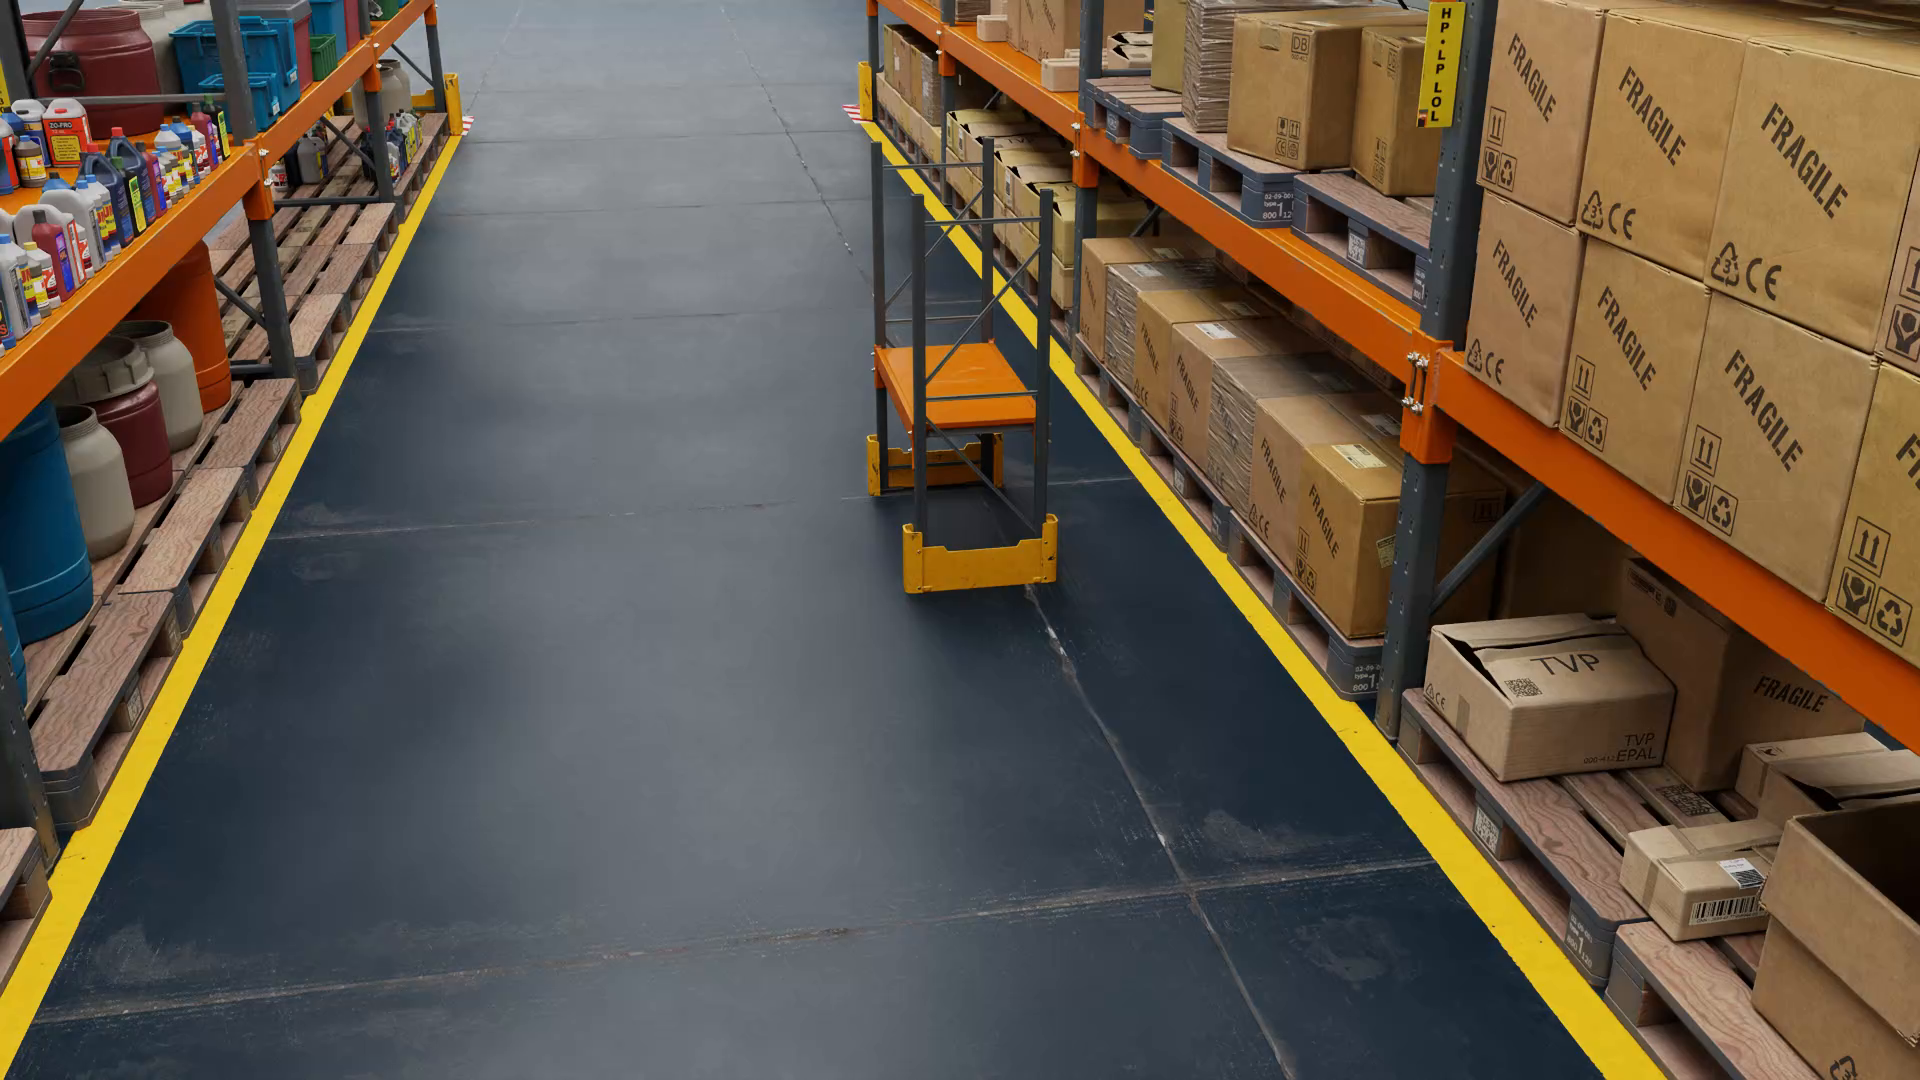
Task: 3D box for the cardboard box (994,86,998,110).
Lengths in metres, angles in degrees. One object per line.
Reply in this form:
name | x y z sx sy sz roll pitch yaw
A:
cardboard box | 0.483 -3.615 13.253 0.500 0.500 0.500 -4 24 -10

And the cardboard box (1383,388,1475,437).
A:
cardboard box | 1.881 -0.264 6.180 0.500 0.500 0.500 -4 24 -9

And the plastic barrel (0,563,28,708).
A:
plastic barrel | -3.112 0.129 4.805 0.600 0.901 0.708 -4 24 -10

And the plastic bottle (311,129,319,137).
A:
plastic bottle | -4.909 -2.981 12.672 0.061 0.283 0.133 -4 24 -10

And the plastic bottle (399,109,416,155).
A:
plastic bottle | -4.396 -3.223 13.141 0.144 0.351 0.185 -3 24 -8

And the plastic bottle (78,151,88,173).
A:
plastic bottle | -3.169 -1.285 6.090 0.061 0.283 0.133 -4 24 -10

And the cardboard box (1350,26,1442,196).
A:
cardboard box | 1.784 -1.497 5.781 0.700 0.500 0.500 -1 24 -1

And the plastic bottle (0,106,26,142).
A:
plastic bottle | -4.011 -1.698 7.051 0.097 0.271 0.097 0 24 0

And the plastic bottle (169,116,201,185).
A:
plastic bottle | -3.191 -1.598 6.822 0.097 0.271 0.097 0 24 0

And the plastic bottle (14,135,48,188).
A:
plastic bottle | -3.800 -1.548 6.795 0.097 0.201 0.097 0 24 0

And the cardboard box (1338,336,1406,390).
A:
cardboard box | 1.806 -0.792 6.452 0.500 0.250 0.500 -4 24 -10

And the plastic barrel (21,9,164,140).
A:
plastic barrel | -4.151 -2.221 7.918 0.600 0.536 0.708 -4 24 -10

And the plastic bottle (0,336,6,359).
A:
plastic bottle | -2.740 -0.607 4.639 0.097 0.201 0.097 0 24 0

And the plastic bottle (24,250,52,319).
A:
plastic bottle | -2.819 -0.774 5.024 0.097 0.201 0.097 0 24 0

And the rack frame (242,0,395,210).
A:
rack frame | -4.507 -3.572 11.181 1.000 3.000 0.127 -4 24 -10

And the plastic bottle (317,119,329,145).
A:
plastic bottle | -5.218 -3.360 13.556 0.097 0.271 0.097 0 24 0

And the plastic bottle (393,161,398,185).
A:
plastic bottle | -4.154 -2.689 12.106 0.097 0.201 0.097 0 24 0

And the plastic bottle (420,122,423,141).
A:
plastic bottle | -4.476 -3.375 13.676 0.097 0.201 0.097 0 24 0

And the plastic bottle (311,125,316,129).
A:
plastic bottle | -5.136 -3.186 13.157 0.097 0.271 0.097 0 24 0

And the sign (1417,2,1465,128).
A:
sign | 1.296 -1.279 4.483 0.100 0.325 0.005 -4 24 -10

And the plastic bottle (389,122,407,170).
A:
plastic bottle | -4.283 -2.982 12.590 0.144 0.351 0.185 -5 24 -12

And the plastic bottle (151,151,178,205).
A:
plastic bottle | -3.119 -1.413 6.485 0.097 0.201 0.097 0 24 0

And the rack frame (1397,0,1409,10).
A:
rack frame | 4.489 -5.879 16.462 1.000 3.000 0.127 -4 24 -10

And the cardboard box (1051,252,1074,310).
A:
cardboard box | 0.764 -1.485 9.313 0.500 0.250 0.500 -4 24 -8

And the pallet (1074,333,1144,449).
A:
pallet | 1.202 -0.789 8.294 1.003 0.211 1.213 -4 24 -10

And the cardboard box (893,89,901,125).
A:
cardboard box | -0.309 -3.822 14.665 0.500 0.250 0.500 -4 24 -10

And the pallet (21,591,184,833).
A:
pallet | -3.129 0.546 5.236 1.003 0.211 1.213 -4 24 -10

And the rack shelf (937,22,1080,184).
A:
rack shelf | 0.731 -2.821 10.360 1.077 0.370 4.000 -4 24 -10

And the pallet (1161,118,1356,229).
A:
pallet | 1.465 -1.511 6.702 1.003 0.211 1.213 -4 24 -10

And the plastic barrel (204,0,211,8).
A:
plastic barrel | -4.410 -2.953 9.594 0.433 0.535 0.433 0 24 0

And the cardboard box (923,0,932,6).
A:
cardboard box | 0.080 -4.562 13.322 0.700 0.500 0.500 -4 24 -9

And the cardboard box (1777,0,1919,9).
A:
cardboard box | 2.189 -1.115 4.180 0.500 0.500 0.500 -4 24 -9

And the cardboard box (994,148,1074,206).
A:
cardboard box | 0.479 -2.341 10.572 0.500 0.311 0.500 -4 24 -8

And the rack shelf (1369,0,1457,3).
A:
rack shelf | 4.859 -4.762 14.805 1.077 0.370 4.000 -4 24 -10

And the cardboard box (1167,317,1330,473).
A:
cardboard box | 1.196 -0.612 6.976 0.500 0.500 0.500 -5 24 -12

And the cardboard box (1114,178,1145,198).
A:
cardboard box | 1.188 -1.987 9.762 0.500 0.311 0.500 -5 24 -11

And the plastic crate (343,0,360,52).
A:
plastic crate | -4.117 -3.434 10.784 0.402 0.464 0.583 -4 24 -10

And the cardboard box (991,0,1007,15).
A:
cardboard box | 0.496 -3.678 11.611 0.500 0.250 0.500 -3 24 -6

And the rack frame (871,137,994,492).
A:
rack frame | -0.110 -0.921 6.984 0.500 1.500 0.032 -4 24 -10

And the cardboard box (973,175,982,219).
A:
cardboard box | 0.384 -2.288 11.151 0.500 0.250 0.500 -5 24 -11

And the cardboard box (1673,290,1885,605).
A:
cardboard box | 1.855 -0.218 3.375 0.500 0.500 0.500 -4 24 -10

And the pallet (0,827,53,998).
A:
pallet | -2.854 1.139 3.879 1.003 0.211 1.213 -4 24 -10

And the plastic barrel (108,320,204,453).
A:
plastic barrel | -3.468 -0.644 7.061 0.421 0.512 0.421 0 24 0

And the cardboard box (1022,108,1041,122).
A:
cardboard box | 0.718 -2.988 12.055 0.500 0.311 0.500 -4 24 -10

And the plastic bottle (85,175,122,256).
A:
plastic bottle | -2.966 -1.118 5.723 0.097 0.271 0.097 0 24 0

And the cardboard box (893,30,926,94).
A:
cardboard box | -0.298 -4.167 14.517 0.500 0.500 0.500 -4 24 -10

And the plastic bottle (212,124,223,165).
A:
plastic bottle | -3.270 -1.733 7.219 0.097 0.201 0.097 0 24 0

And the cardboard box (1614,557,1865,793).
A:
cardboard box | 2.225 0.357 4.759 0.500 0.500 0.500 -4 24 -10

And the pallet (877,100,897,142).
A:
pallet | -0.196 -3.935 15.496 1.003 0.211 1.213 -4 24 -10

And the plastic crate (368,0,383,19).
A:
plastic crate | -4.479 -3.759 11.686 0.767 0.338 0.504 -4 24 -10

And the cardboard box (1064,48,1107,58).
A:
cardboard box | 0.810 -2.746 9.604 0.380 0.149 0.250 -3 24 -6

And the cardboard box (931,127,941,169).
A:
cardboard box | 0.061 -3.036 12.864 0.500 0.250 0.500 -4 24 -10

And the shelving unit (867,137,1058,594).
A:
shelving unit | -0.014 -0.717 6.518 0.587 1.500 1.083 -4 24 -10

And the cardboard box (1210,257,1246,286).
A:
cardboard box | 1.505 -1.069 8.024 0.500 0.500 0.500 -3 24 -8

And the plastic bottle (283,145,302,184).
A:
plastic bottle | -4.909 -2.792 12.154 0.144 0.351 0.185 -5 24 -11

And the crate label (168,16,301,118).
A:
crate label | -3.685 -2.426 8.512 0.502 0.435 0.616 -4 24 -10

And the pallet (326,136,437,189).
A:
pallet | -4.819 -3.042 13.452 1.003 0.211 1.213 -4 24 -10

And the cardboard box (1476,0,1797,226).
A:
cardboard box | 1.652 -1.088 4.120 0.500 0.500 0.500 -4 24 -8
